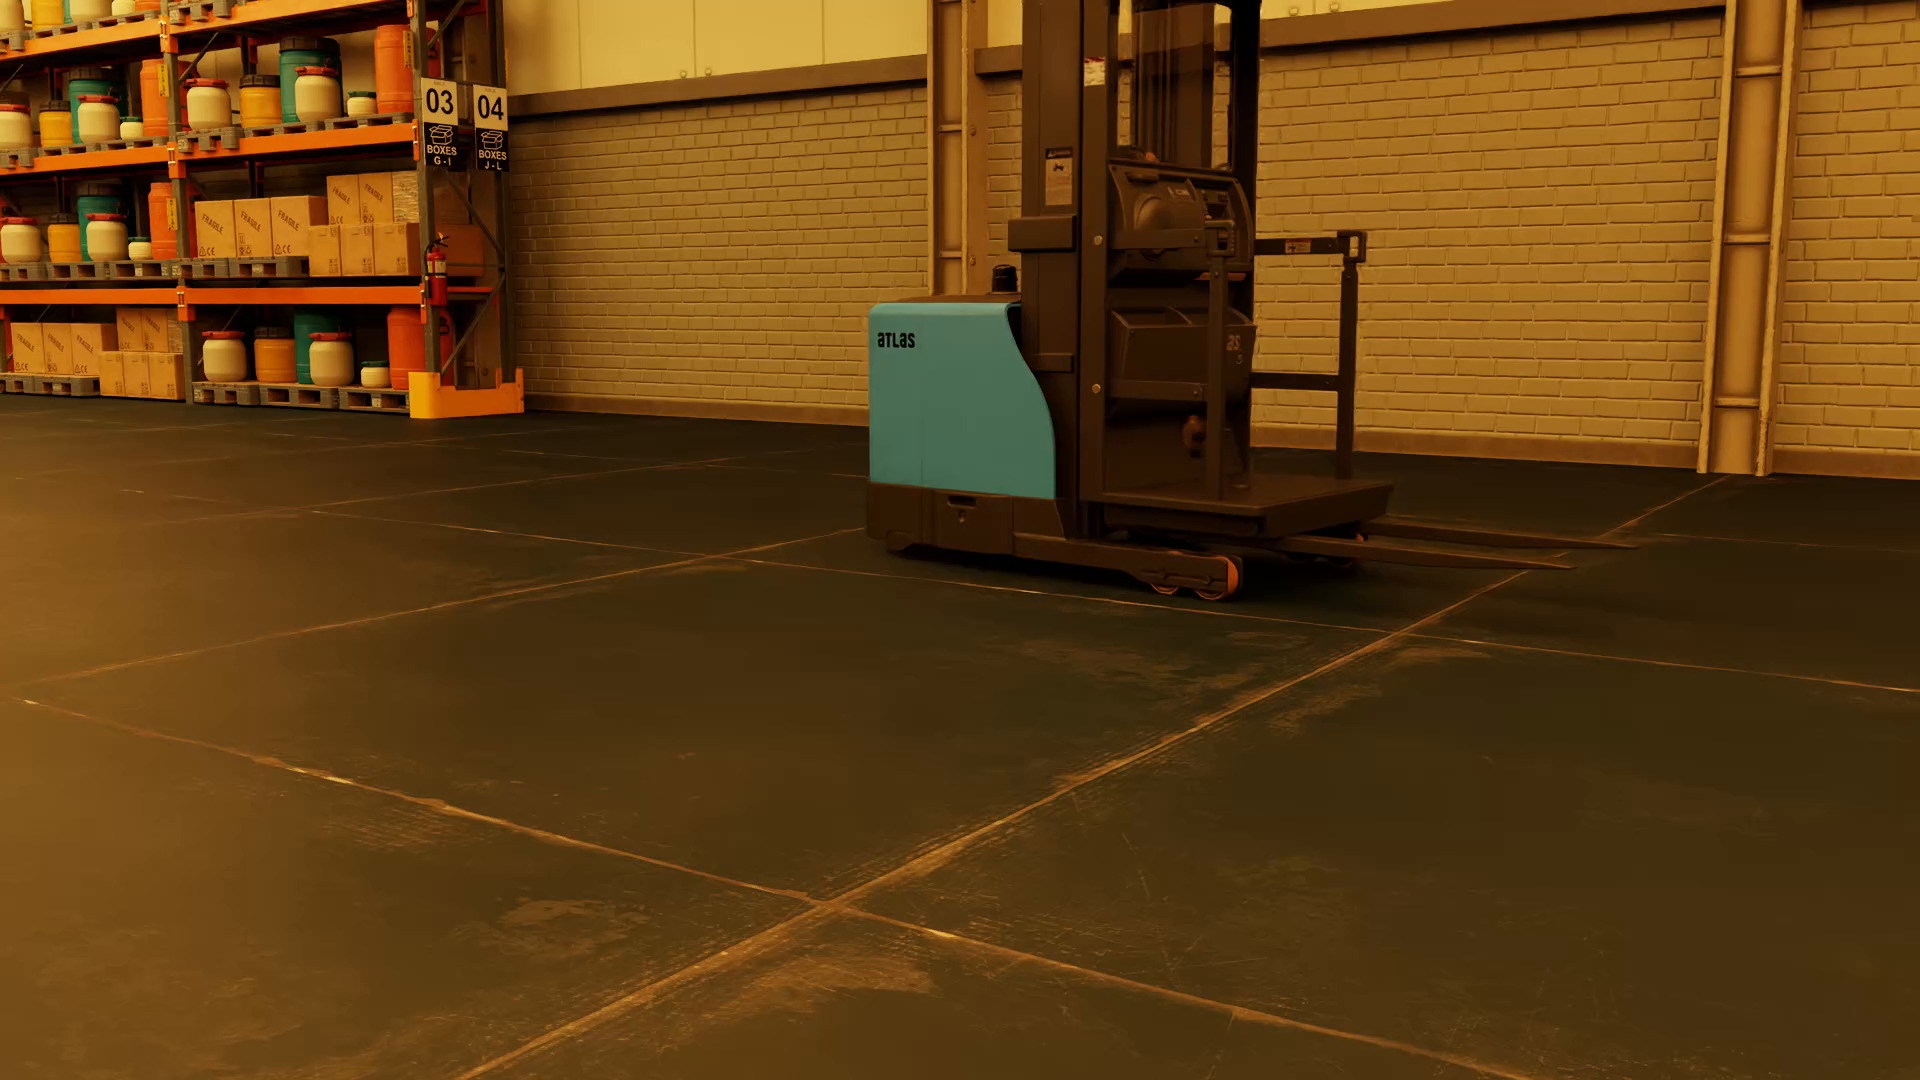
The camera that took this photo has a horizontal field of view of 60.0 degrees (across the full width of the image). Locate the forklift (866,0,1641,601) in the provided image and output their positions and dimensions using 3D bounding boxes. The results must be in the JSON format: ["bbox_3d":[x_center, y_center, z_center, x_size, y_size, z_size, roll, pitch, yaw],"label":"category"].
[{"bbox_3d":[1.042,-1.314,6.430,3.031,2.935,1.130,7,11,40],"label":"forklift"}]

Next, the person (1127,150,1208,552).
[{"bbox_3d":[0.741,-0.763,6.959,0.896,1.720,0.600,-1,8,-4],"label":"person"}]
